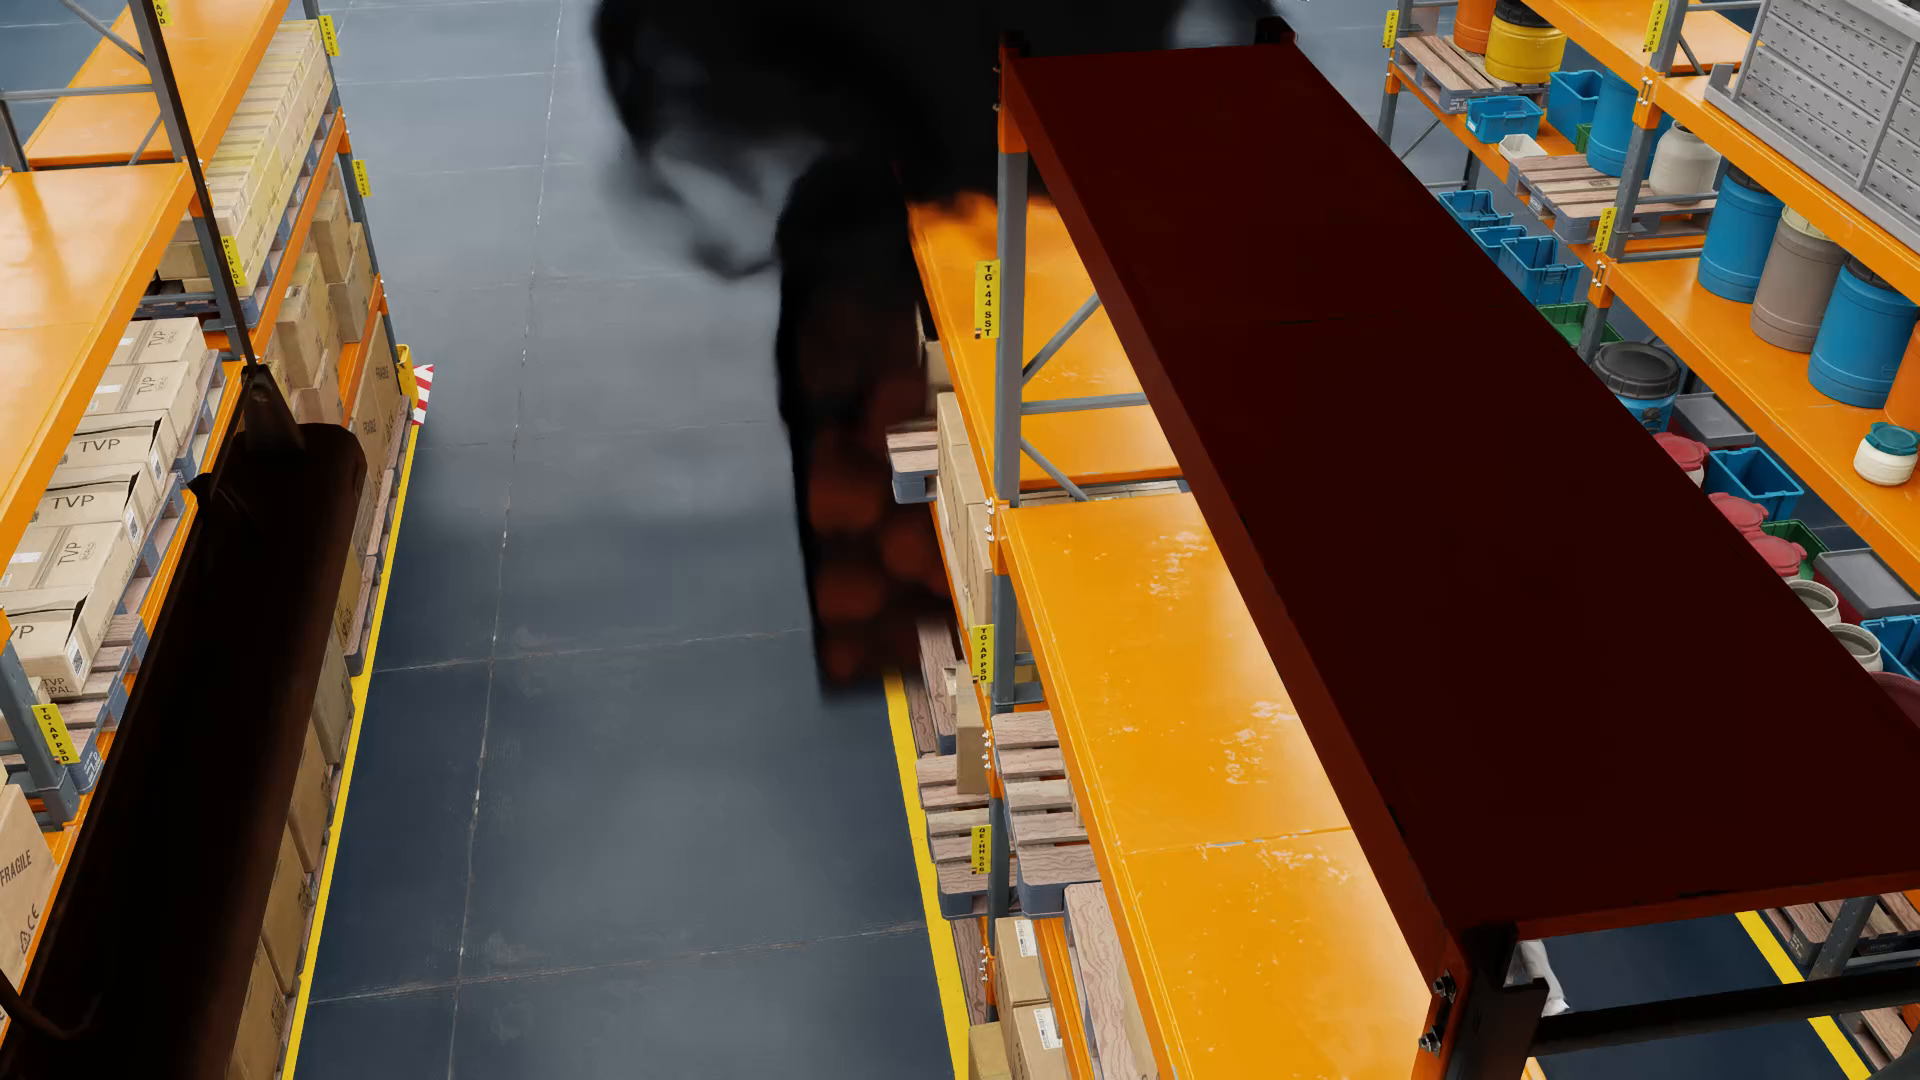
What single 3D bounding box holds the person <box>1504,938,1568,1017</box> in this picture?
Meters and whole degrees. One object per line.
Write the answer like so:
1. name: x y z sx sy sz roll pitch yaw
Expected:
1. person: 3.226 1.915 8.988 0.589 1.656 0.707 -7 37 -9
